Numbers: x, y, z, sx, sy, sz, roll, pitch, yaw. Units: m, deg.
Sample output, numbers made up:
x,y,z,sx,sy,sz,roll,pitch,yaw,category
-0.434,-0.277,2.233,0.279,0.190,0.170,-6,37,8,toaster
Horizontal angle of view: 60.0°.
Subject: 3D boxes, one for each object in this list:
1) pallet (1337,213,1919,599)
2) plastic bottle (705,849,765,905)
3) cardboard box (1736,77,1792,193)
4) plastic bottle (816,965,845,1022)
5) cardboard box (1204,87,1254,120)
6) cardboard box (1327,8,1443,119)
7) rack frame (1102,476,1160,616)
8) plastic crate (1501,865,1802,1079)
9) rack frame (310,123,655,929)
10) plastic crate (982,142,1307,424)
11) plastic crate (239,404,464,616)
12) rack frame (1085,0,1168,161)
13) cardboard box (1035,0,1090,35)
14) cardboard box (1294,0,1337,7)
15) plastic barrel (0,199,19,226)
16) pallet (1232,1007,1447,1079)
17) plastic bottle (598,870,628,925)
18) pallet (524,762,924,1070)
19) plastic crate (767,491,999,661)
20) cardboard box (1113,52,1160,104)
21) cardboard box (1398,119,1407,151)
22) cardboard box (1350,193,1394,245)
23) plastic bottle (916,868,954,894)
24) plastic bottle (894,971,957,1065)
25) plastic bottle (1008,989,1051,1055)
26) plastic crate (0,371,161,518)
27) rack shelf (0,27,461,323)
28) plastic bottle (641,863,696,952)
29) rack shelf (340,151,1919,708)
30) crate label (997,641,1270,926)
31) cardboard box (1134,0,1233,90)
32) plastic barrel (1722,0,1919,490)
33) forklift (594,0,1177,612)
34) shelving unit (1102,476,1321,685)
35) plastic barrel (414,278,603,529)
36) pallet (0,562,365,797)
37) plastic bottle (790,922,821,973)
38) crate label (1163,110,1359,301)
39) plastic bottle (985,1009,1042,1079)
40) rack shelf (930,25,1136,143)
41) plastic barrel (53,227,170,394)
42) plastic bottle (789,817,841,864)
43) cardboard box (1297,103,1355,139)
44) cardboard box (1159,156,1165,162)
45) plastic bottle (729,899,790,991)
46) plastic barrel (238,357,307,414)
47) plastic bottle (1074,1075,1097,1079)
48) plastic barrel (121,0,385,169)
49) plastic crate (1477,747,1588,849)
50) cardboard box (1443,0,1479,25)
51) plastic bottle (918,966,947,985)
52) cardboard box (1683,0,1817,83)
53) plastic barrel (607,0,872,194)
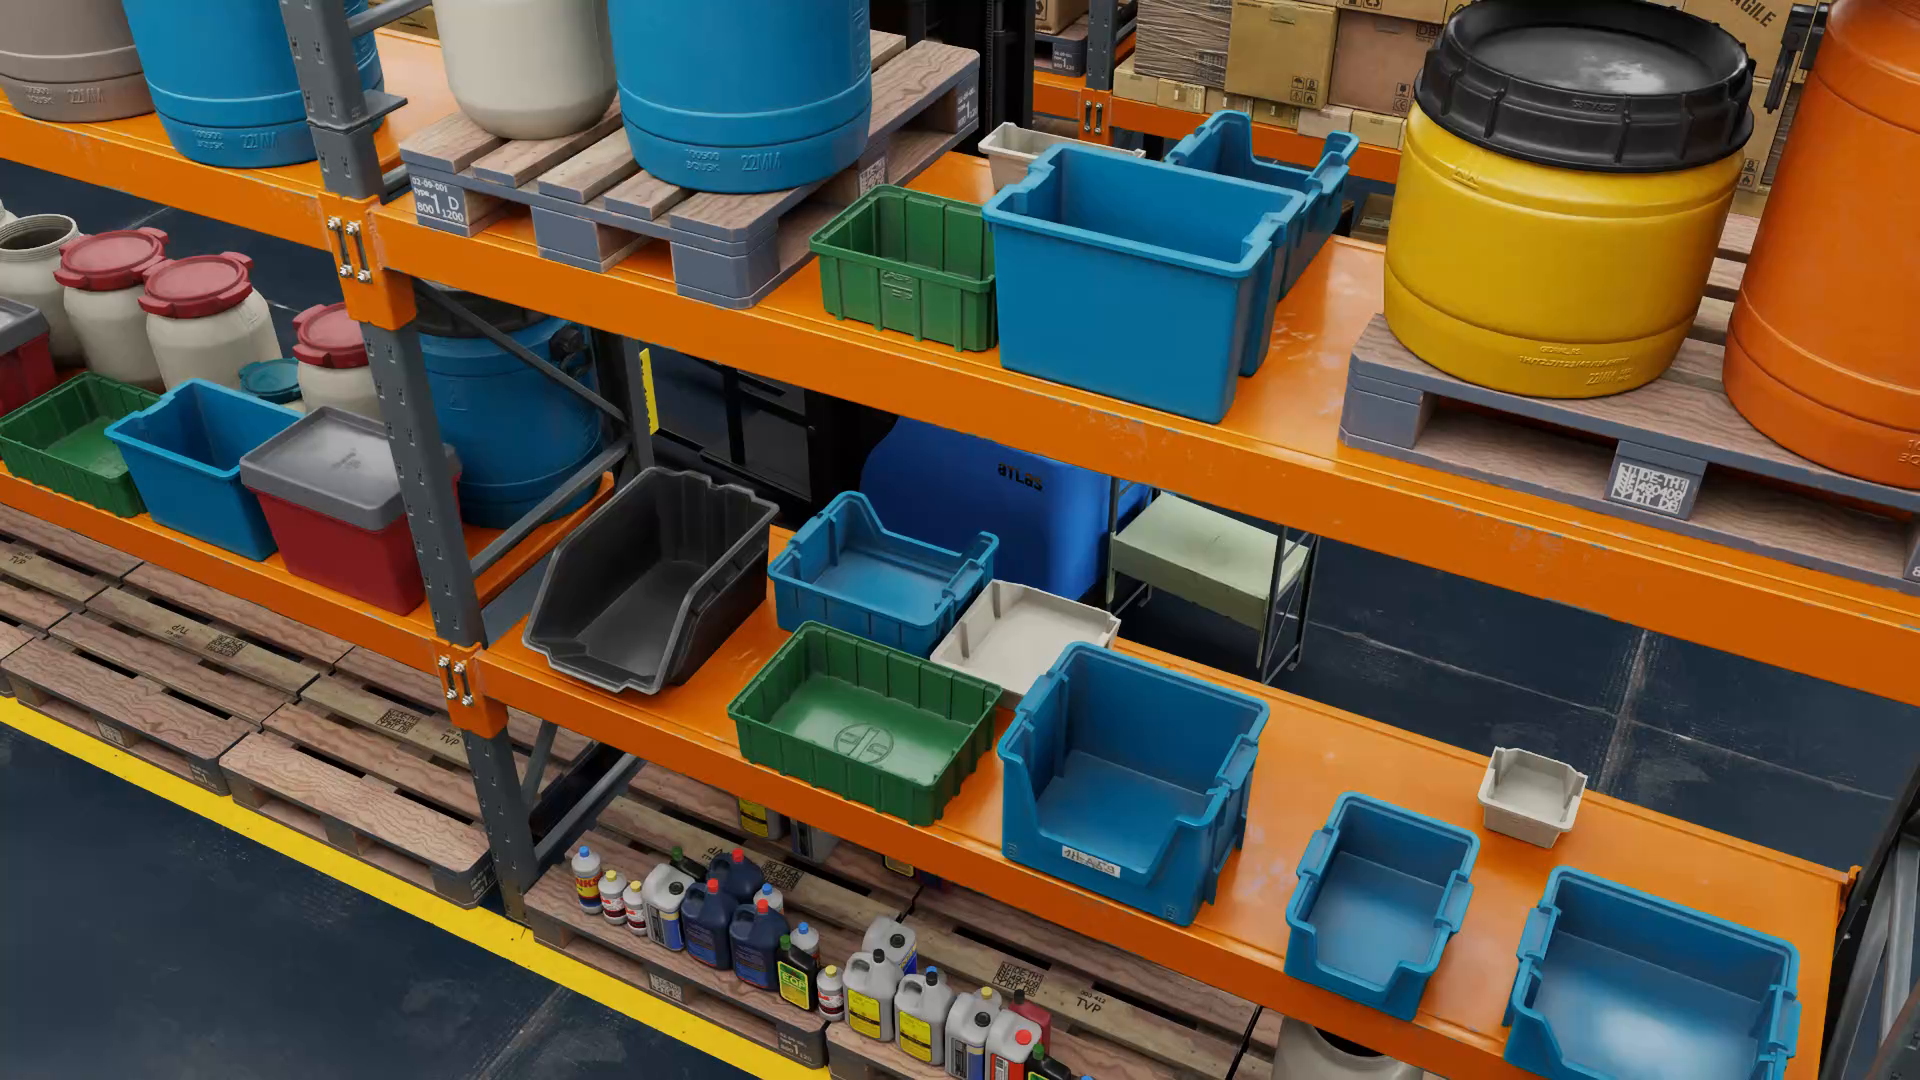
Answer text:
x,y,z,sx,sy,sz,roll,pitch,yaw,category
1.520,-0.381,3.446,1.213,0.211,1.003,17,41,21,pallet
-0.750,1.159,5.570,0.185,0.351,0.144,17,41,21,plastic bottle
3.512,-2.039,7.626,0.500,0.500,0.875,17,41,21,cardboard box
-0.408,1.439,5.324,0.097,0.201,0.097,0,37,0,plastic bottle
1.439,-2.298,8.504,0.250,0.149,0.380,17,41,21,cardboard box
2.224,-2.507,8.244,0.500,0.500,0.875,17,41,21,cardboard box
0.727,-0.246,6.834,0.023,1.500,0.400,23,43,27,rack frame
1.627,1.102,3.941,0.616,0.251,0.499,17,41,21,plastic crate
-1.343,-0.091,5.389,0.127,3.000,1.000,17,41,21,rack frame
0.378,-0.536,3.507,0.575,0.384,0.392,17,41,21,plastic crate
-1.913,-0.087,5.331,0.583,0.464,0.402,17,41,21,plastic crate
0.935,-2.750,8.892,0.127,3.000,1.000,17,41,21,rack frame
0.294,-3.453,8.974,1.000,1.000,1.000,18,41,22,cardboard box
1.663,-2.907,7.943,0.500,0.500,0.500,17,41,21,cardboard box
-3.883,-1.076,6.595,0.421,0.512,0.421,0,37,0,plastic barrel
1.401,1.907,5.063,1.213,0.211,1.003,17,41,21,pallet
-1.171,1.200,5.638,0.097,0.201,0.097,0,37,0,plastic bottle
-0.765,1.229,5.957,1.213,0.211,1.003,17,41,21,pallet
-0.235,0.130,5.221,0.616,0.251,0.499,17,41,21,plastic crate
0.988,-2.429,8.677,0.250,0.149,0.380,17,41,21,cardboard box
2.326,-2.019,8.137,0.250,0.149,0.380,17,41,21,cardboard box
2.371,-1.504,8.970,0.500,0.500,0.500,14,39,18,cardboard box
-0.087,1.088,5.719,0.133,0.283,0.061,17,41,21,plastic bottle
-0.106,1.458,5.175,0.185,0.351,0.144,19,41,23,plastic bottle
0.214,1.510,5.162,0.133,0.283,0.061,17,41,21,plastic bottle
-3.019,-0.339,5.891,0.662,0.188,0.450,17,41,21,plastic crate
-3.119,-1.555,5.432,4.000,0.370,1.077,17,41,21,rack shelf
-0.962,1.218,5.554,0.135,0.276,0.152,19,41,23,plastic bottle
0.433,-0.443,3.967,4.000,0.370,1.077,17,41,21,rack shelf
0.451,0.640,4.396,0.616,0.435,0.502,17,41,21,crate label
1.306,-2.750,8.564,0.500,0.500,0.875,17,41,21,cardboard box
1.719,-0.579,2.848,0.708,0.830,0.600,17,41,21,plastic barrel
-0.513,-1.388,7.154,3.031,2.935,1.130,23,43,27,forklift
1.025,-0.118,6.665,0.755,1.500,0.431,23,43,27,shelving unit
-1.546,-0.561,5.593,0.708,0.901,0.600,17,41,21,plastic barrel
-3.145,0.484,6.938,1.213,0.211,1.003,17,41,21,pallet
-0.501,1.341,5.395,0.097,0.271,0.097,0,37,0,plastic bottle
0.699,-0.812,3.981,0.408,0.251,0.502,17,41,21,crate label
0.166,1.571,5.089,0.135,0.276,0.152,18,41,22,plastic bottle
-0.841,-3.020,9.842,4.000,0.370,1.077,17,41,21,rack shelf
-3.127,-0.853,6.281,0.433,0.535,0.433,0,37,0,plastic barrel
-0.514,0.983,5.863,0.135,0.276,0.152,17,41,21,plastic bottle
1.868,-2.142,8.298,0.250,0.149,0.380,17,41,21,cardboard box
1.272,-1.789,9.346,0.500,0.500,0.500,16,40,20,cardboard box
-0.649,1.289,5.399,0.185,0.351,0.144,16,40,20,plastic bottle
-2.447,-0.486,6.024,0.301,0.262,0.301,0,37,0,plastic barrel
0.377,1.685,5.000,0.097,0.201,0.097,0,37,0,plastic bottle
-1.894,-1.510,4.363,0.708,0.901,0.600,17,41,21,plastic barrel
1.563,0.705,4.559,0.250,0.136,0.298,17,41,21,plastic crate
2.555,-2.635,7.584,0.500,0.500,0.500,17,41,21,cardboard box
-0.090,1.441,5.321,0.097,0.201,0.097,0,37,0,plastic bottle
3.438,-2.351,7.210,0.500,0.500,0.500,17,41,21,cardboard box
-0.508,-1.319,3.763,0.708,0.901,0.600,17,41,21,plastic barrel
